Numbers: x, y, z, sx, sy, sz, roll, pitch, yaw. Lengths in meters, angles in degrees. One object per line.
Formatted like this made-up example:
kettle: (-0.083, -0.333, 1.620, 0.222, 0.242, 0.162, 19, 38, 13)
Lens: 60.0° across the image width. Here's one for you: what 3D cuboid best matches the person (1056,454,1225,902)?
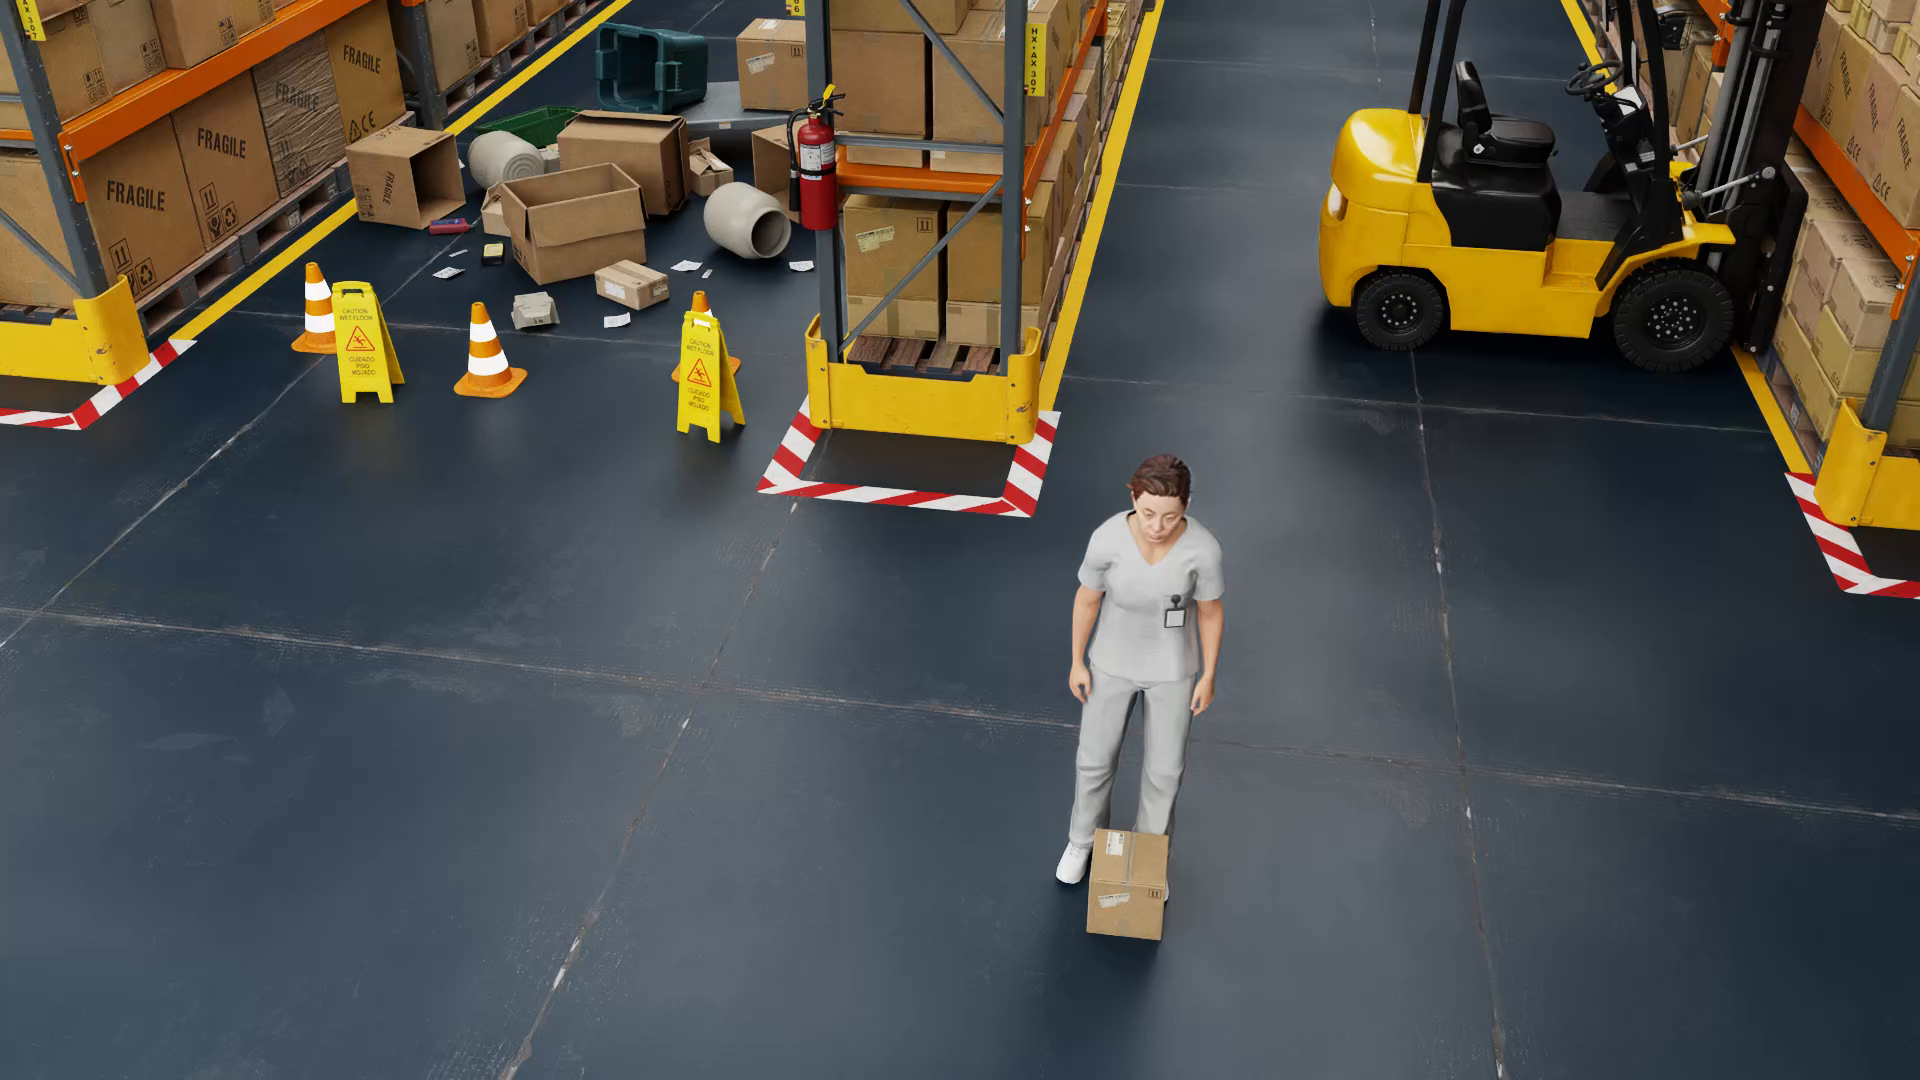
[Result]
person: (0.596, 0.447, 5.437, 0.490, 1.673, 0.404, 5, 33, 8)
